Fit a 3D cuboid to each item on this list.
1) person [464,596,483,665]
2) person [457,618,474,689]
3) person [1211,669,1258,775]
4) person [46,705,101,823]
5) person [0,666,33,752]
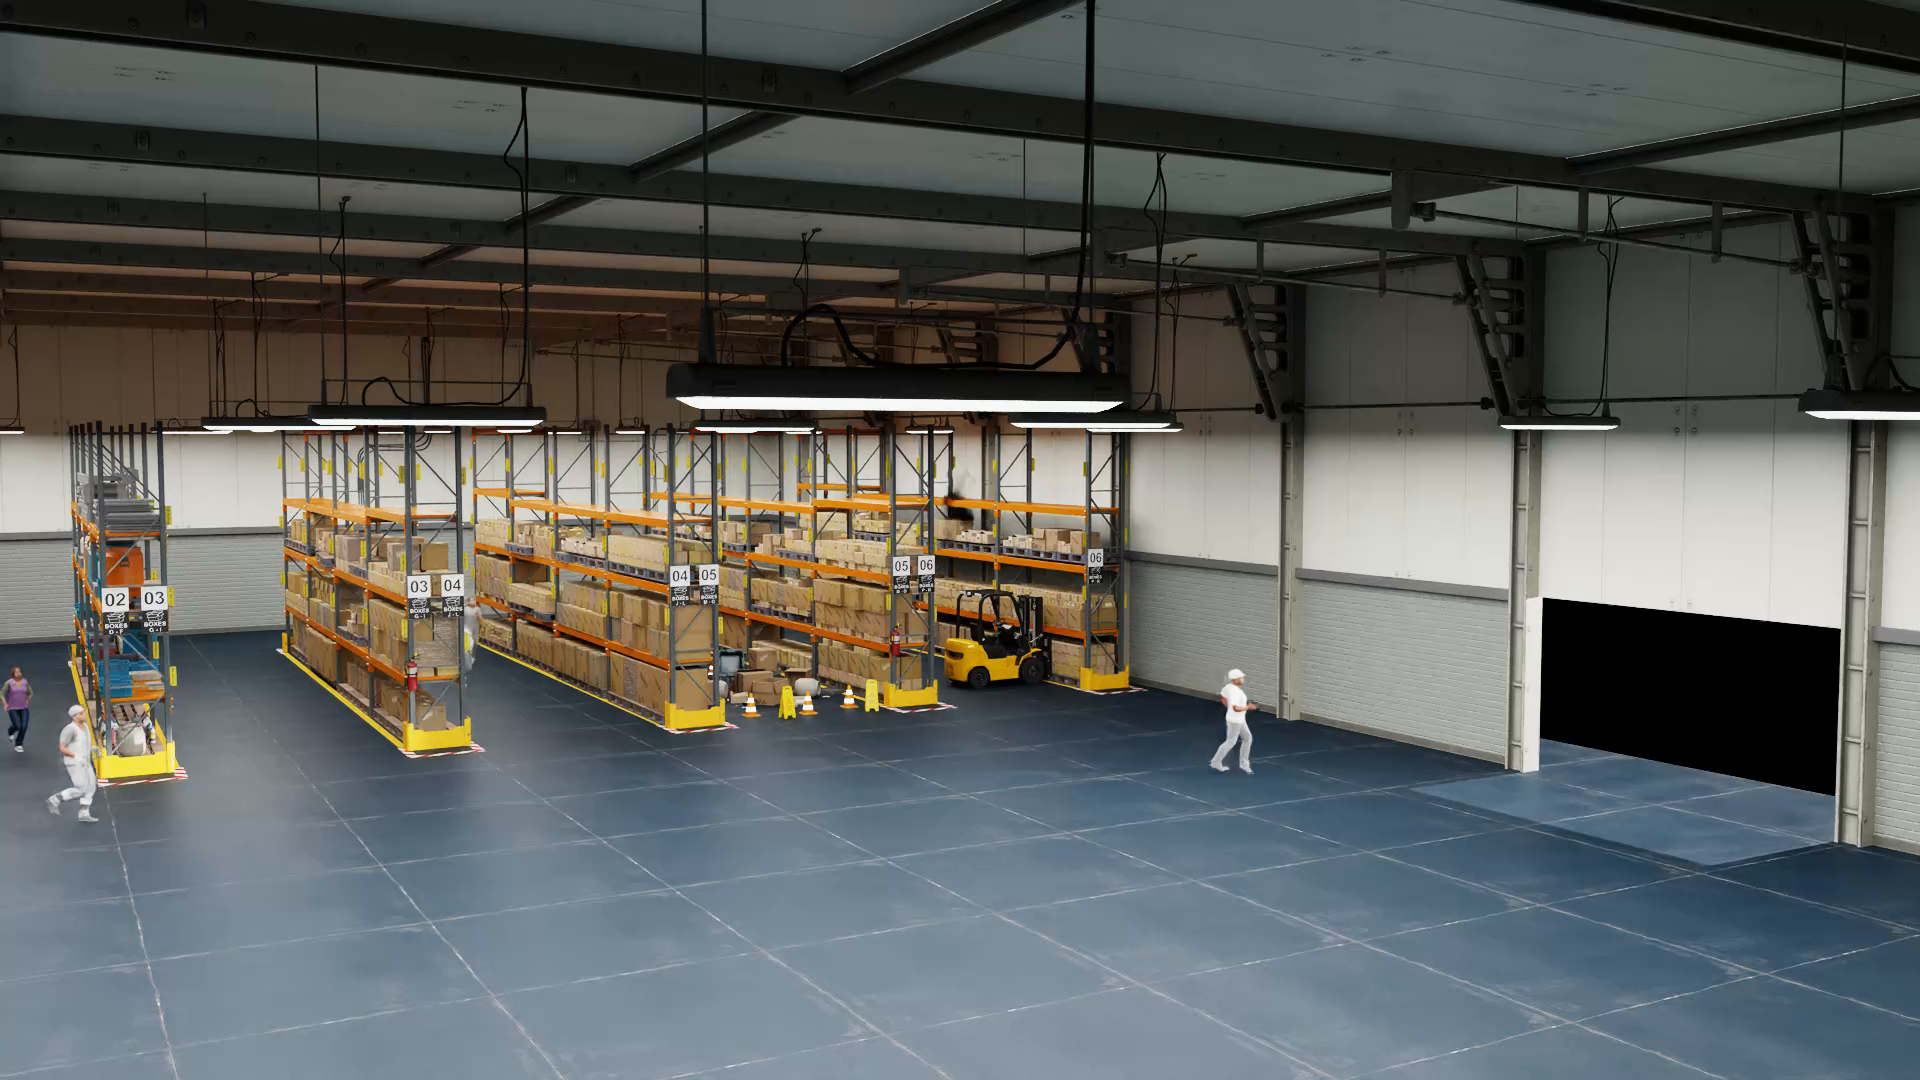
[{"bbox_3d":[-12.372,2.284,42.148,0.547,1.719,0.706,-2,4,-30],"label":"person"},{"bbox_3d":[-11.270,2.568,37.648,0.592,1.651,0.539,-2,4,-32],"label":"person"},{"bbox_3d":[4.656,3.102,28.189,0.787,1.831,0.676,1,4,13],"label":"person"},{"bbox_3d":[-13.172,3.326,24.734,0.700,1.765,0.657,0,4,-1],"label":"person"},{"bbox_3d":[-17.155,3.126,30.286,0.536,1.462,0.544,-3,5,-44],"label":"person"}]
